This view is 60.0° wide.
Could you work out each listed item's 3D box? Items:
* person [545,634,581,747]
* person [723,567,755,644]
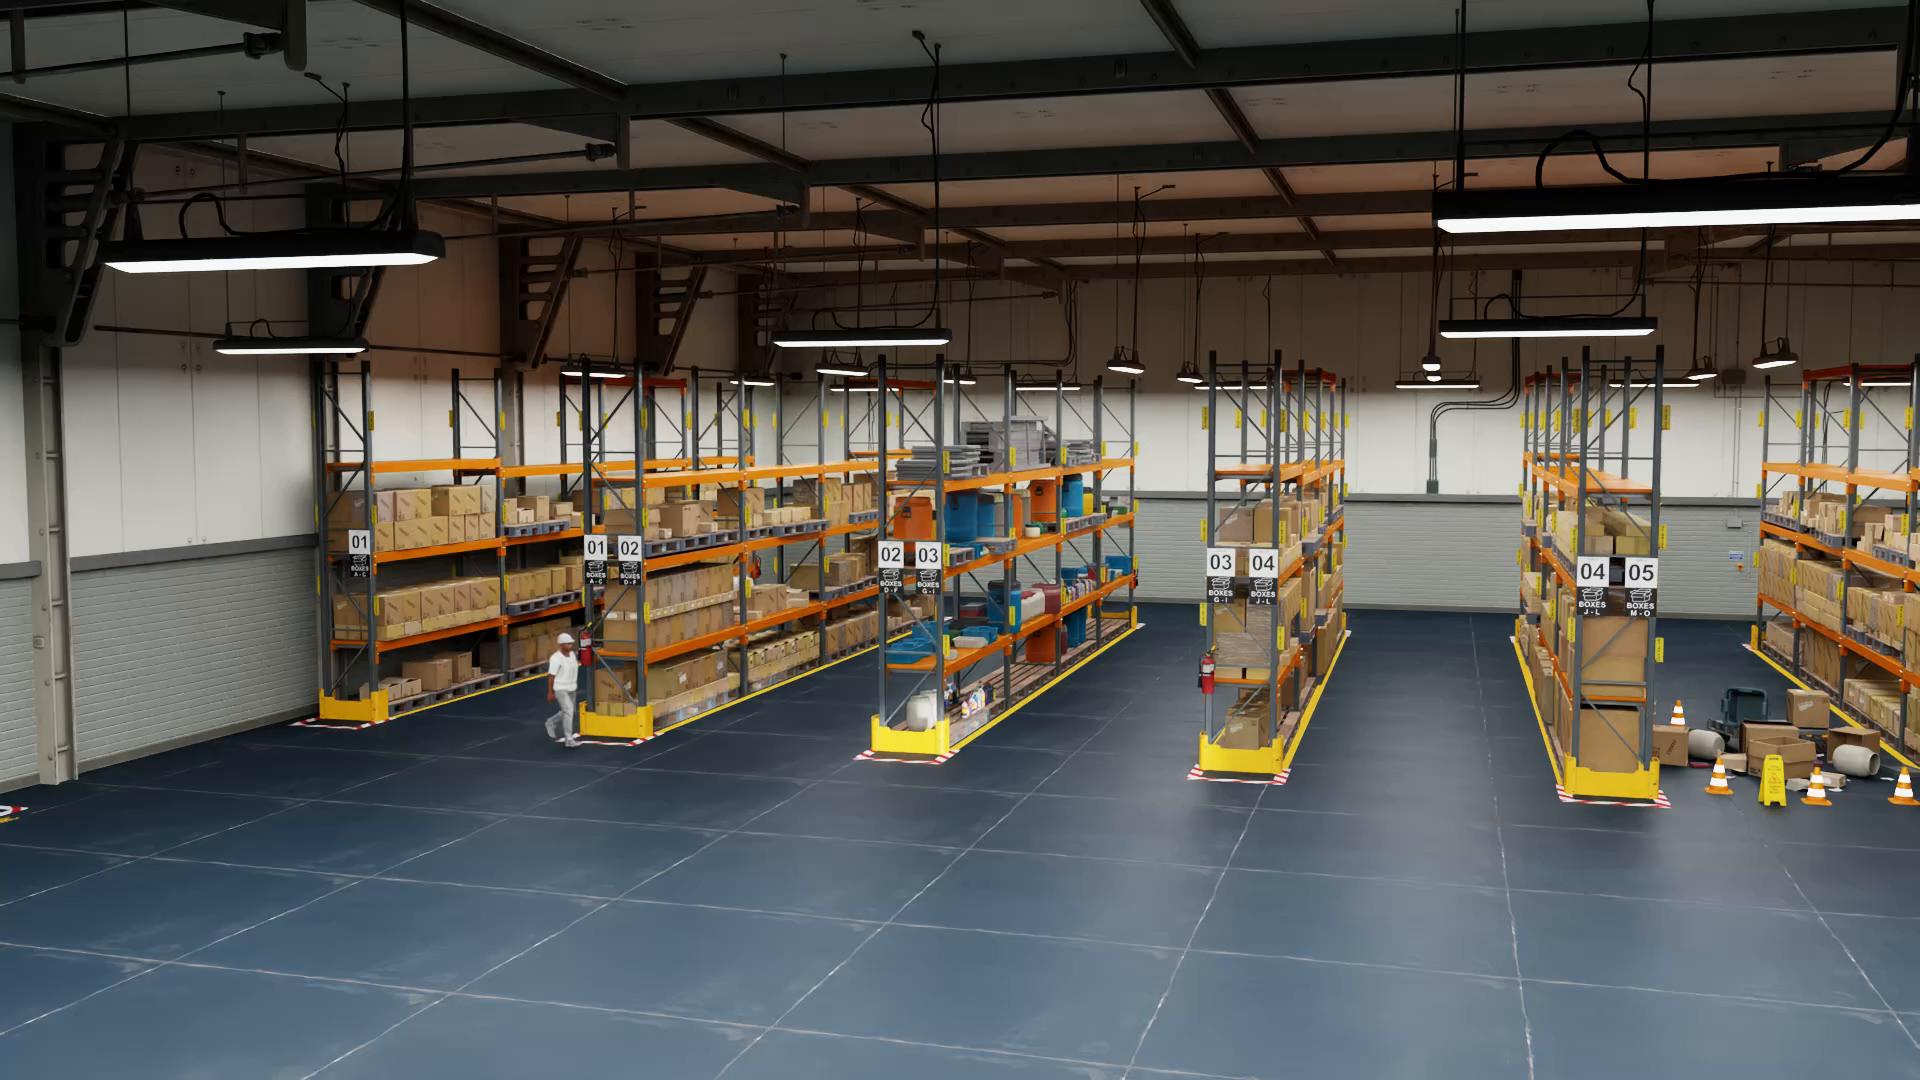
[{"bbox_3d":[-6.154,2.297,25.643,0.907,1.736,0.582,3,5,32],"label":"person"},{"bbox_3d":[-4.936,1.436,37.464,0.648,1.709,1.128,1,4,15],"label":"person"}]
